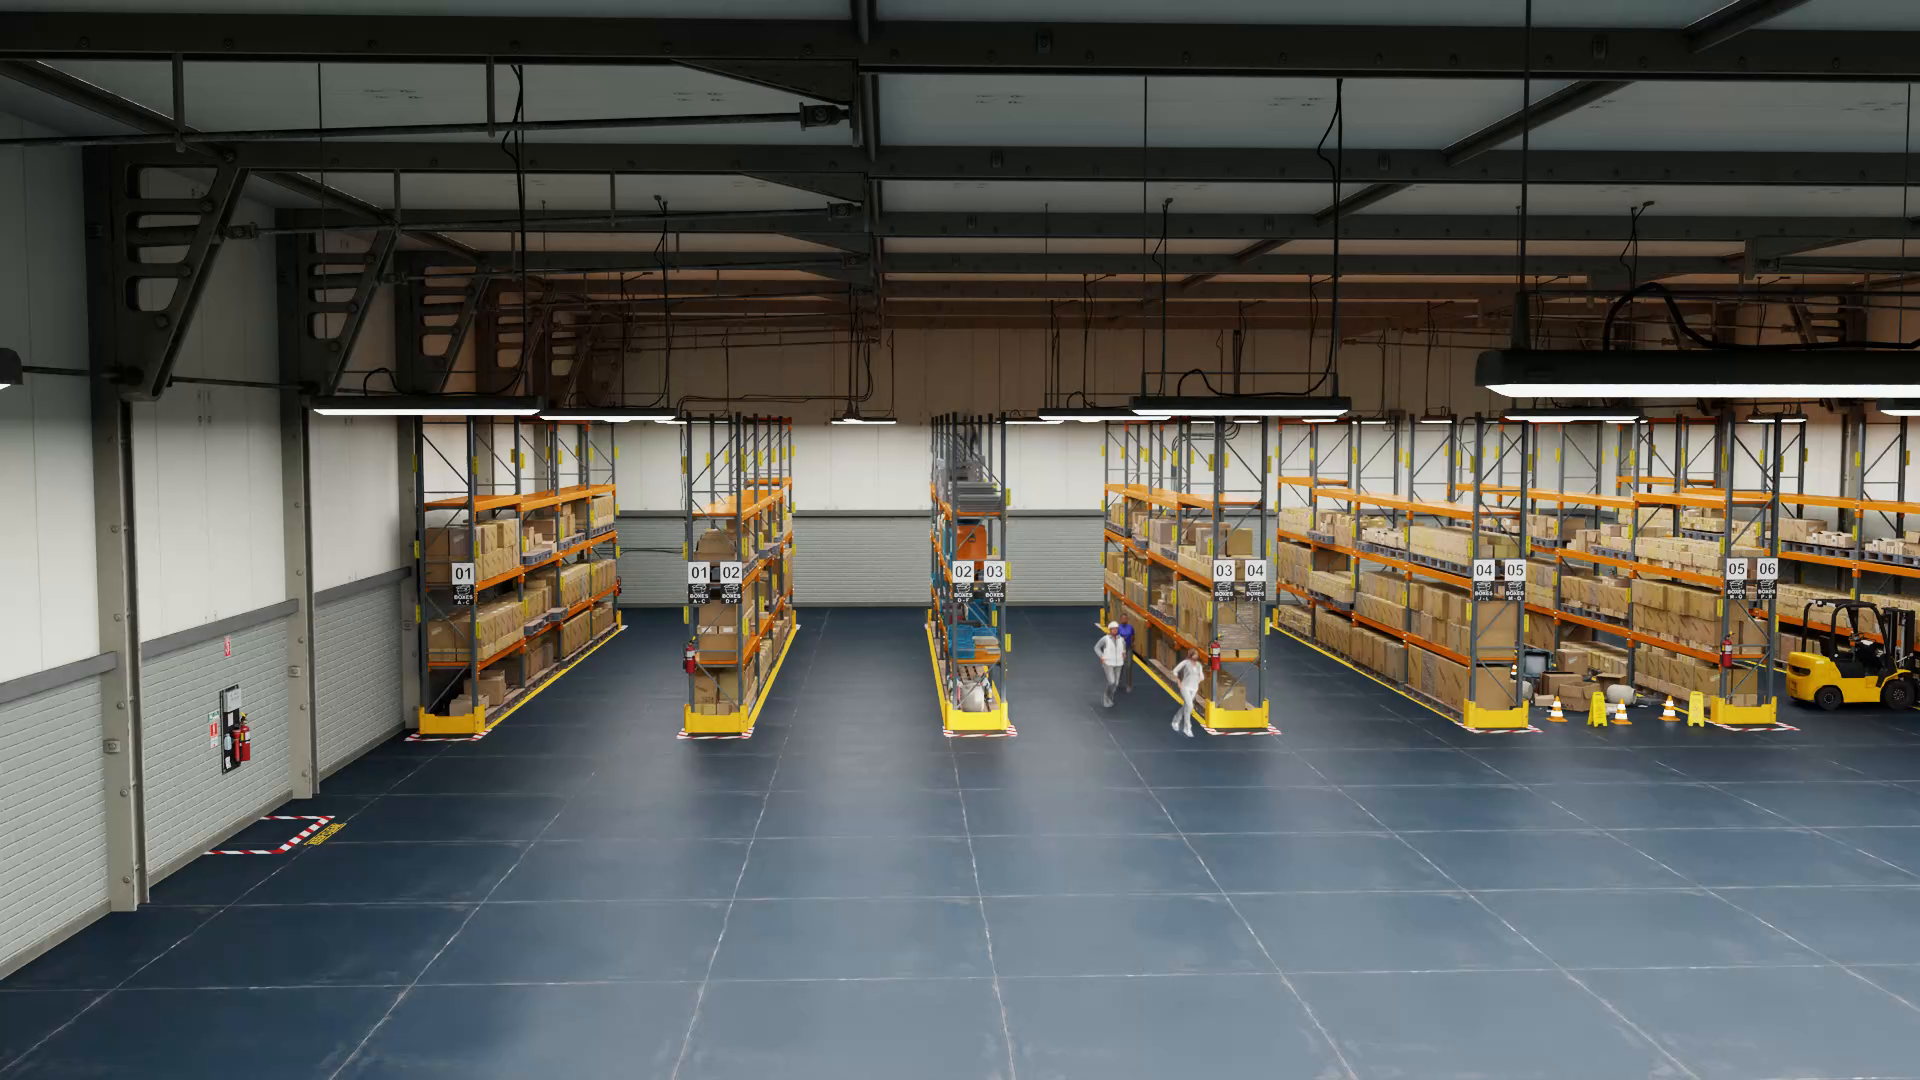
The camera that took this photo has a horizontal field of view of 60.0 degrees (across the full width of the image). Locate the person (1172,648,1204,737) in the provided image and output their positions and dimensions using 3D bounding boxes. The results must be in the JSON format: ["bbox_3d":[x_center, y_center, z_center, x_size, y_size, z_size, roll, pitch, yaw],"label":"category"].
[{"bbox_3d":[4.280,2.825,31.044,0.525,1.617,0.702,-2,5,-31],"label":"person"}]

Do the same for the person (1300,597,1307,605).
[{"bbox_3d":[10.237,1.562,49.059,0.605,1.656,0.778,2,5,33],"label":"person"}]

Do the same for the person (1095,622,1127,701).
[{"bbox_3d":[3.119,2.497,33.838,0.634,1.668,0.688,-1,4,-20],"label":"person"}]

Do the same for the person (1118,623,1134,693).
[{"bbox_3d":[3.539,2.522,35.938,0.539,1.447,0.909,0,4,-6],"label":"person"}]
